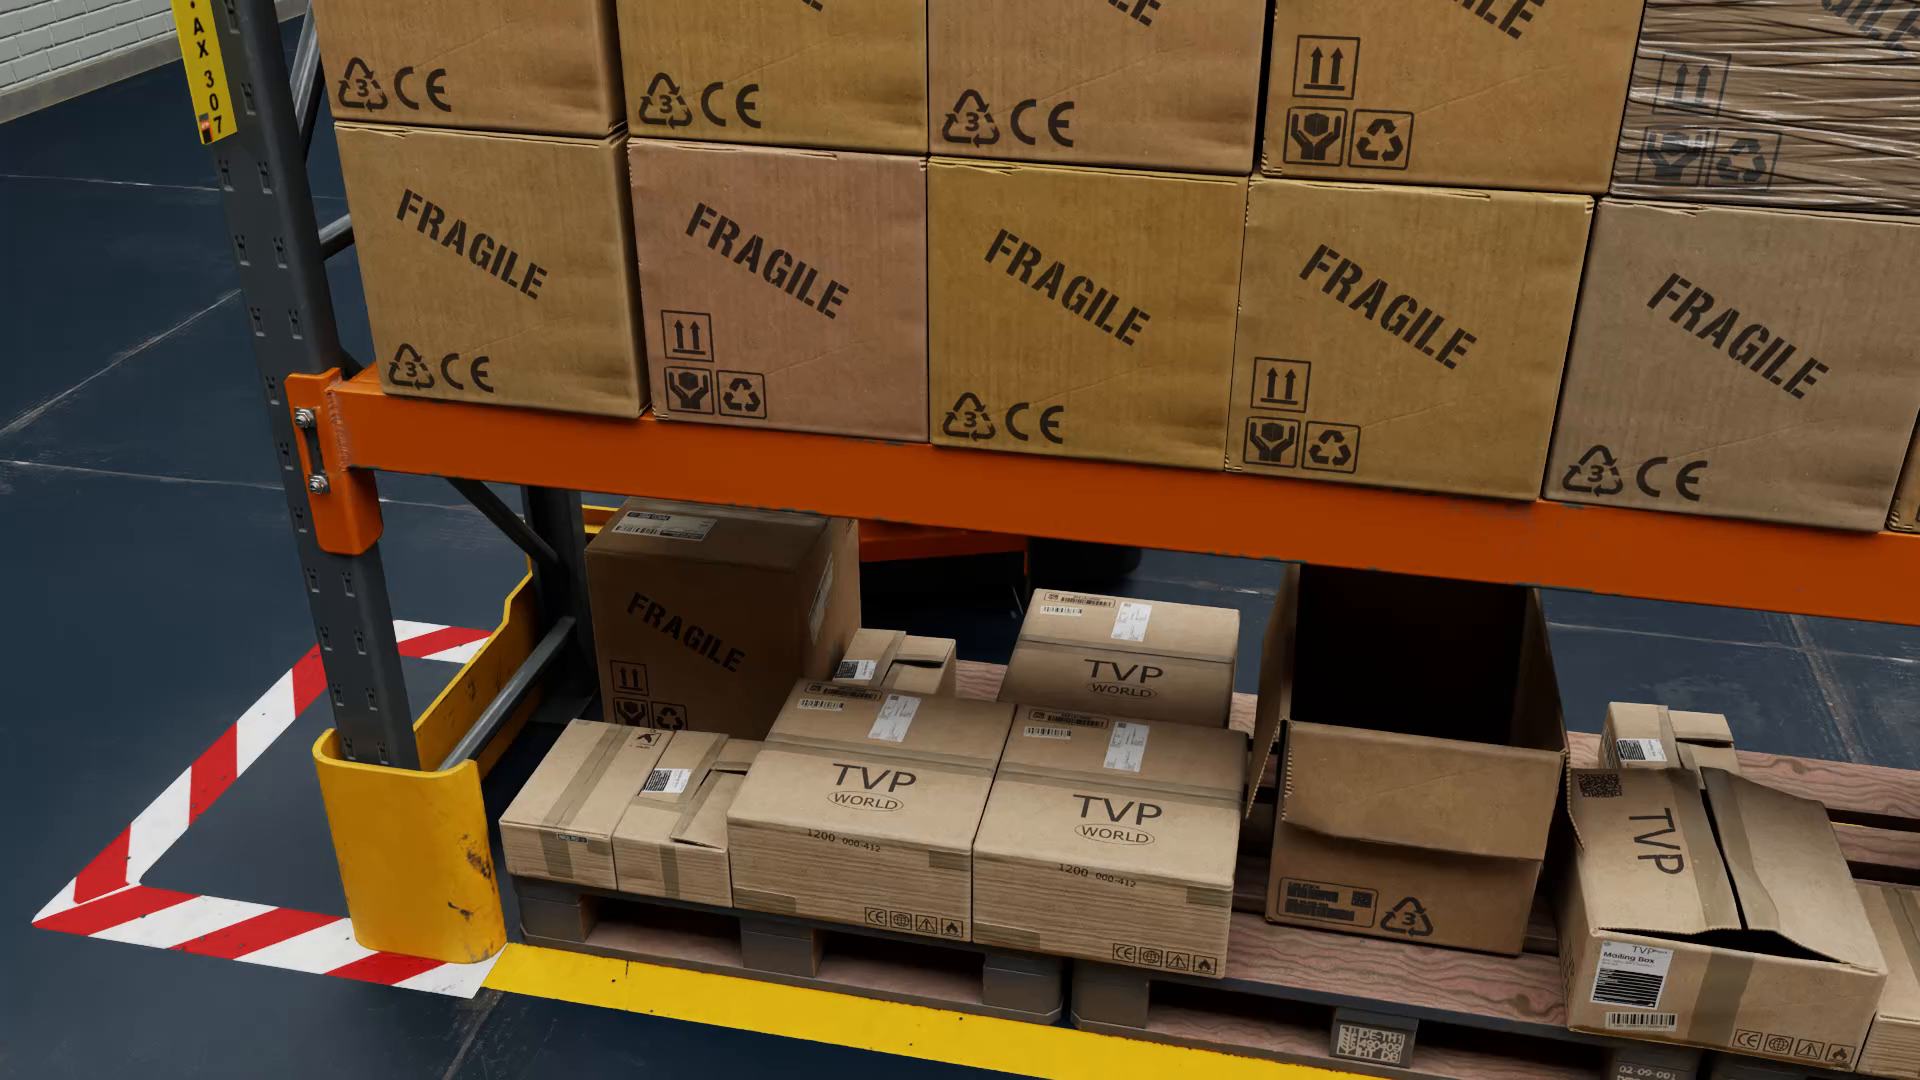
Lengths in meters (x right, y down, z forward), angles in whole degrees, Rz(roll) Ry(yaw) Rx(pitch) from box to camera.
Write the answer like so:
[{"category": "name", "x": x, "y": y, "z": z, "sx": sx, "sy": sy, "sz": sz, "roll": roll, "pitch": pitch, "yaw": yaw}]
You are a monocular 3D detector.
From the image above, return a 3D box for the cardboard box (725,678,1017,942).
[{"category": "cardboard box", "x": -0.170, "y": 0.556, "z": 3.517, "sx": 0.500, "sy": 0.250, "sz": 0.500, "roll": 6, "pitch": 29, "yaw": 11}]

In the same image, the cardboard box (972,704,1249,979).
[{"category": "cardboard box", "x": 0.319, "y": 0.606, "z": 3.425, "sx": 0.500, "sy": 0.250, "sz": 0.500, "roll": 6, "pitch": 29, "yaw": 11}]

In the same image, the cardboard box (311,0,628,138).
[{"category": "cardboard box", "x": -0.753, "y": -1.010, "z": 2.825, "sx": 0.500, "sy": 0.500, "sz": 0.500, "roll": 7, "pitch": 29, "yaw": 12}]

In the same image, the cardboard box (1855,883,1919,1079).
[{"category": "cardboard box", "x": 1.785, "y": 0.830, "z": 3.121, "sx": 0.250, "sy": 0.149, "sz": 0.380, "roll": 6, "pitch": 29, "yaw": 11}]

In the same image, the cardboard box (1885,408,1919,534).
[{"category": "cardboard box", "x": 1.734, "y": -0.319, "z": 2.605, "sx": 0.500, "sy": 0.500, "sz": 0.500, "roll": 7, "pitch": 29, "yaw": 12}]

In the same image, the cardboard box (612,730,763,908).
[{"category": "cardboard box", "x": -0.549, "y": 0.583, "z": 3.554, "sx": 0.250, "sy": 0.166, "sz": 0.380, "roll": 6, "pitch": 29, "yaw": 11}]

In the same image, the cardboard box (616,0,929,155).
[{"category": "cardboard box", "x": -0.240, "y": -0.961, "z": 2.736, "sx": 0.500, "sy": 0.500, "sz": 0.500, "roll": 6, "pitch": 29, "yaw": 11}]

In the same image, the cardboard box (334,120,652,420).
[{"category": "cardboard box", "x": -0.753, "y": -0.571, "z": 3.065, "sx": 0.500, "sy": 0.500, "sz": 0.500, "roll": 6, "pitch": 29, "yaw": 12}]

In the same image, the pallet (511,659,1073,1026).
[{"category": "pallet", "x": -0.277, "y": 0.615, "z": 3.907, "sx": 1.213, "sy": 0.211, "sz": 1.003, "roll": 6, "pitch": 29, "yaw": 11}]

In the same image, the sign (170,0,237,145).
[{"category": "sign", "x": -1.245, "y": -0.820, "z": 2.723, "sx": 0.005, "sy": 0.325, "sz": 0.100, "roll": 6, "pitch": 29, "yaw": 11}]

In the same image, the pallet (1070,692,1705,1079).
[{"category": "pallet", "x": 0.912, "y": 0.738, "z": 3.682, "sx": 1.213, "sy": 0.211, "sz": 1.003, "roll": 6, "pitch": 29, "yaw": 11}]

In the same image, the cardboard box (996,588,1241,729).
[{"category": "cardboard box", "x": 0.375, "y": 0.366, "z": 3.863, "sx": 0.500, "sy": 0.250, "sz": 0.500, "roll": 6, "pitch": 29, "yaw": 11}]

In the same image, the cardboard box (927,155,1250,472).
[{"category": "cardboard box", "x": 0.243, "y": -0.470, "z": 2.881, "sx": 0.500, "sy": 0.500, "sz": 0.500, "roll": 6, "pitch": 29, "yaw": 10}]

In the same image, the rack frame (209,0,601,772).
[{"category": "rack frame", "x": -1.131, "y": -0.695, "z": 3.397, "sx": 0.127, "sy": 3.000, "sz": 1.000, "roll": 6, "pitch": 29, "yaw": 11}]

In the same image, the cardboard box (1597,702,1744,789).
[{"category": "cardboard box", "x": 1.567, "y": 0.530, "z": 3.651, "sx": 0.250, "sy": 0.166, "sz": 0.380, "roll": 6, "pitch": 29, "yaw": 11}]

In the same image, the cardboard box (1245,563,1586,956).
[{"category": "cardboard box", "x": 0.942, "y": 0.422, "z": 3.498, "sx": 0.637, "sy": 0.503, "sz": 0.797, "roll": 6, "pitch": 29, "yaw": 11}]

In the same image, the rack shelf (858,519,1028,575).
[{"category": "rack shelf", "x": -0.073, "y": -0.012, "z": 4.575, "sx": 0.480, "sy": 0.148, "sz": 0.258, "roll": -4, "pitch": 29, "yaw": -8}]

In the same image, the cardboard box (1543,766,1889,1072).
[{"category": "cardboard box", "x": 1.430, "y": 0.693, "z": 3.202, "sx": 0.500, "sy": 0.311, "sz": 0.500, "roll": 6, "pitch": 29, "yaw": 11}]

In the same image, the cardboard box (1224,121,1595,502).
[{"category": "cardboard box", "x": 0.732, "y": -0.419, "z": 2.788, "sx": 0.500, "sy": 0.500, "sz": 0.500, "roll": 6, "pitch": 29, "yaw": 11}]

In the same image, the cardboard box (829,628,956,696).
[{"category": "cardboard box", "x": -0.171, "y": 0.376, "z": 3.932, "sx": 0.250, "sy": 0.166, "sz": 0.380, "roll": 6, "pitch": 29, "yaw": 11}]

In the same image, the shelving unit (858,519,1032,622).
[{"category": "shelving unit", "x": -0.073, "y": -0.245, "z": 4.447, "sx": 0.503, "sy": 1.200, "sz": 0.258, "roll": -4, "pitch": 29, "yaw": -8}]

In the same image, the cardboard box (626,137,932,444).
[{"category": "cardboard box", "x": -0.247, "y": -0.522, "z": 2.975, "sx": 0.500, "sy": 0.500, "sz": 0.500, "roll": 6, "pitch": 29, "yaw": 10}]

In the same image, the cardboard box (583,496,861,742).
[{"category": "cardboard box", "x": -0.548, "y": 0.147, "z": 4.003, "sx": 0.500, "sy": 0.500, "sz": 0.500, "roll": 6, "pitch": 29, "yaw": 11}]

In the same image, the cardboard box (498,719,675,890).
[{"category": "cardboard box", "x": -0.794, "y": 0.565, "z": 3.604, "sx": 0.250, "sy": 0.149, "sz": 0.380, "roll": 6, "pitch": 29, "yaw": 11}]

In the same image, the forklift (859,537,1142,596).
[{"category": "forklift", "x": -0.188, "y": -1.803, "z": 5.491, "sx": 1.130, "sy": 2.935, "sz": 3.031, "roll": -4, "pitch": 29, "yaw": -8}]

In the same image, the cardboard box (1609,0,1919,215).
[{"category": "cardboard box", "x": 1.237, "y": -0.807, "z": 2.454, "sx": 0.500, "sy": 0.500, "sz": 0.500, "roll": 6, "pitch": 29, "yaw": 11}]

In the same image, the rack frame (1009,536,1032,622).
[{"category": "rack frame", "x": 0.168, "y": -0.262, "z": 4.479, "sx": 0.015, "sy": 1.200, "sz": 0.240, "roll": -4, "pitch": 29, "yaw": -8}]

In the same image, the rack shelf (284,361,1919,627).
[{"category": "rack shelf", "x": 0.824, "y": -0.179, "z": 3.203, "sx": 4.000, "sy": 0.370, "sz": 1.077, "roll": 6, "pitch": 29, "yaw": 11}]

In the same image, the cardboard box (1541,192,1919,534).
[{"category": "cardboard box", "x": 1.231, "y": -0.369, "z": 2.697, "sx": 0.500, "sy": 0.500, "sz": 0.500, "roll": 7, "pitch": 29, "yaw": 12}]

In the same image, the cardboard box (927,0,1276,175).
[{"category": "cardboard box", "x": 0.249, "y": -0.908, "z": 2.640, "sx": 0.500, "sy": 0.500, "sz": 0.500, "roll": 6, "pitch": 29, "yaw": 11}]

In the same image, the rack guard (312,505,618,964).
[{"category": "rack guard", "x": -1.057, "y": 0.409, "z": 3.983, "sx": 0.348, "sy": 0.500, "sz": 1.175, "roll": 6, "pitch": 29, "yaw": 11}]

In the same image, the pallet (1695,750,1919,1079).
[{"category": "pallet", "x": 2.109, "y": 0.860, "z": 3.460, "sx": 1.213, "sy": 0.211, "sz": 1.003, "roll": 6, "pitch": 29, "yaw": 11}]

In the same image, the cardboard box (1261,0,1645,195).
[{"category": "cardboard box", "x": 0.746, "y": -0.858, "z": 2.548, "sx": 0.500, "sy": 0.500, "sz": 0.500, "roll": 6, "pitch": 29, "yaw": 10}]
